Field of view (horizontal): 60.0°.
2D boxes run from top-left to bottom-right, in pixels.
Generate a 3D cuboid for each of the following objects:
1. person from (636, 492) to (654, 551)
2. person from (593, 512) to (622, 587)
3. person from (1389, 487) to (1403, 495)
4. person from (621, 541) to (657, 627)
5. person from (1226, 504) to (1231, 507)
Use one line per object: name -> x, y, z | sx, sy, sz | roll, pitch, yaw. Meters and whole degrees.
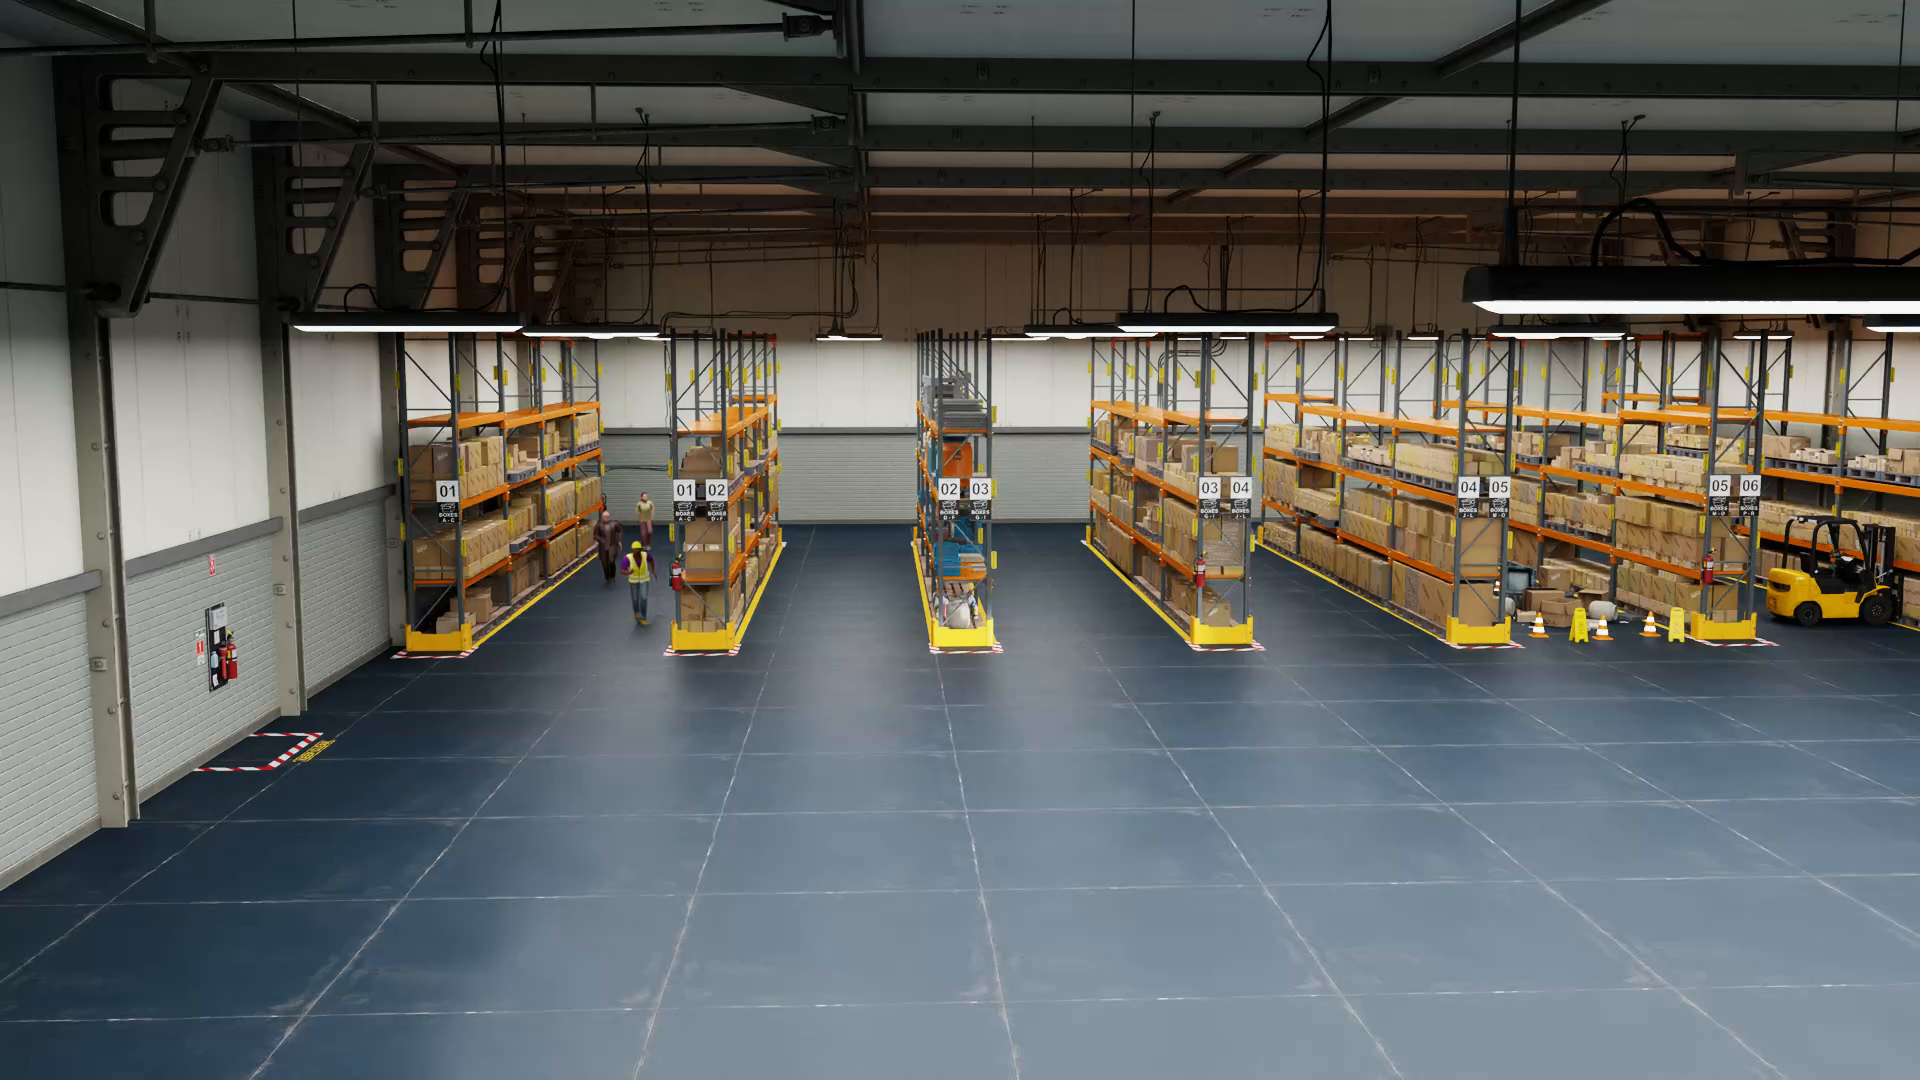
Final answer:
person -> -8.714, -0.511, 46.020 | 0.519, 1.646, 0.748 | -2, 7, -16
person -> -8.331, 0.220, 39.303 | 0.654, 1.780, 0.849 | -1, 7, -7
person -> 13.142, -1.104, 50.392 | 0.697, 1.783, 0.640 | -3, 7, -25
person -> -6.559, 0.866, 33.981 | 0.714, 1.733, 0.985 | -1, 7, -9
person -> 7.445, -0.761, 48.048 | 0.858, 1.737, 0.622 | 5, 8, 34
